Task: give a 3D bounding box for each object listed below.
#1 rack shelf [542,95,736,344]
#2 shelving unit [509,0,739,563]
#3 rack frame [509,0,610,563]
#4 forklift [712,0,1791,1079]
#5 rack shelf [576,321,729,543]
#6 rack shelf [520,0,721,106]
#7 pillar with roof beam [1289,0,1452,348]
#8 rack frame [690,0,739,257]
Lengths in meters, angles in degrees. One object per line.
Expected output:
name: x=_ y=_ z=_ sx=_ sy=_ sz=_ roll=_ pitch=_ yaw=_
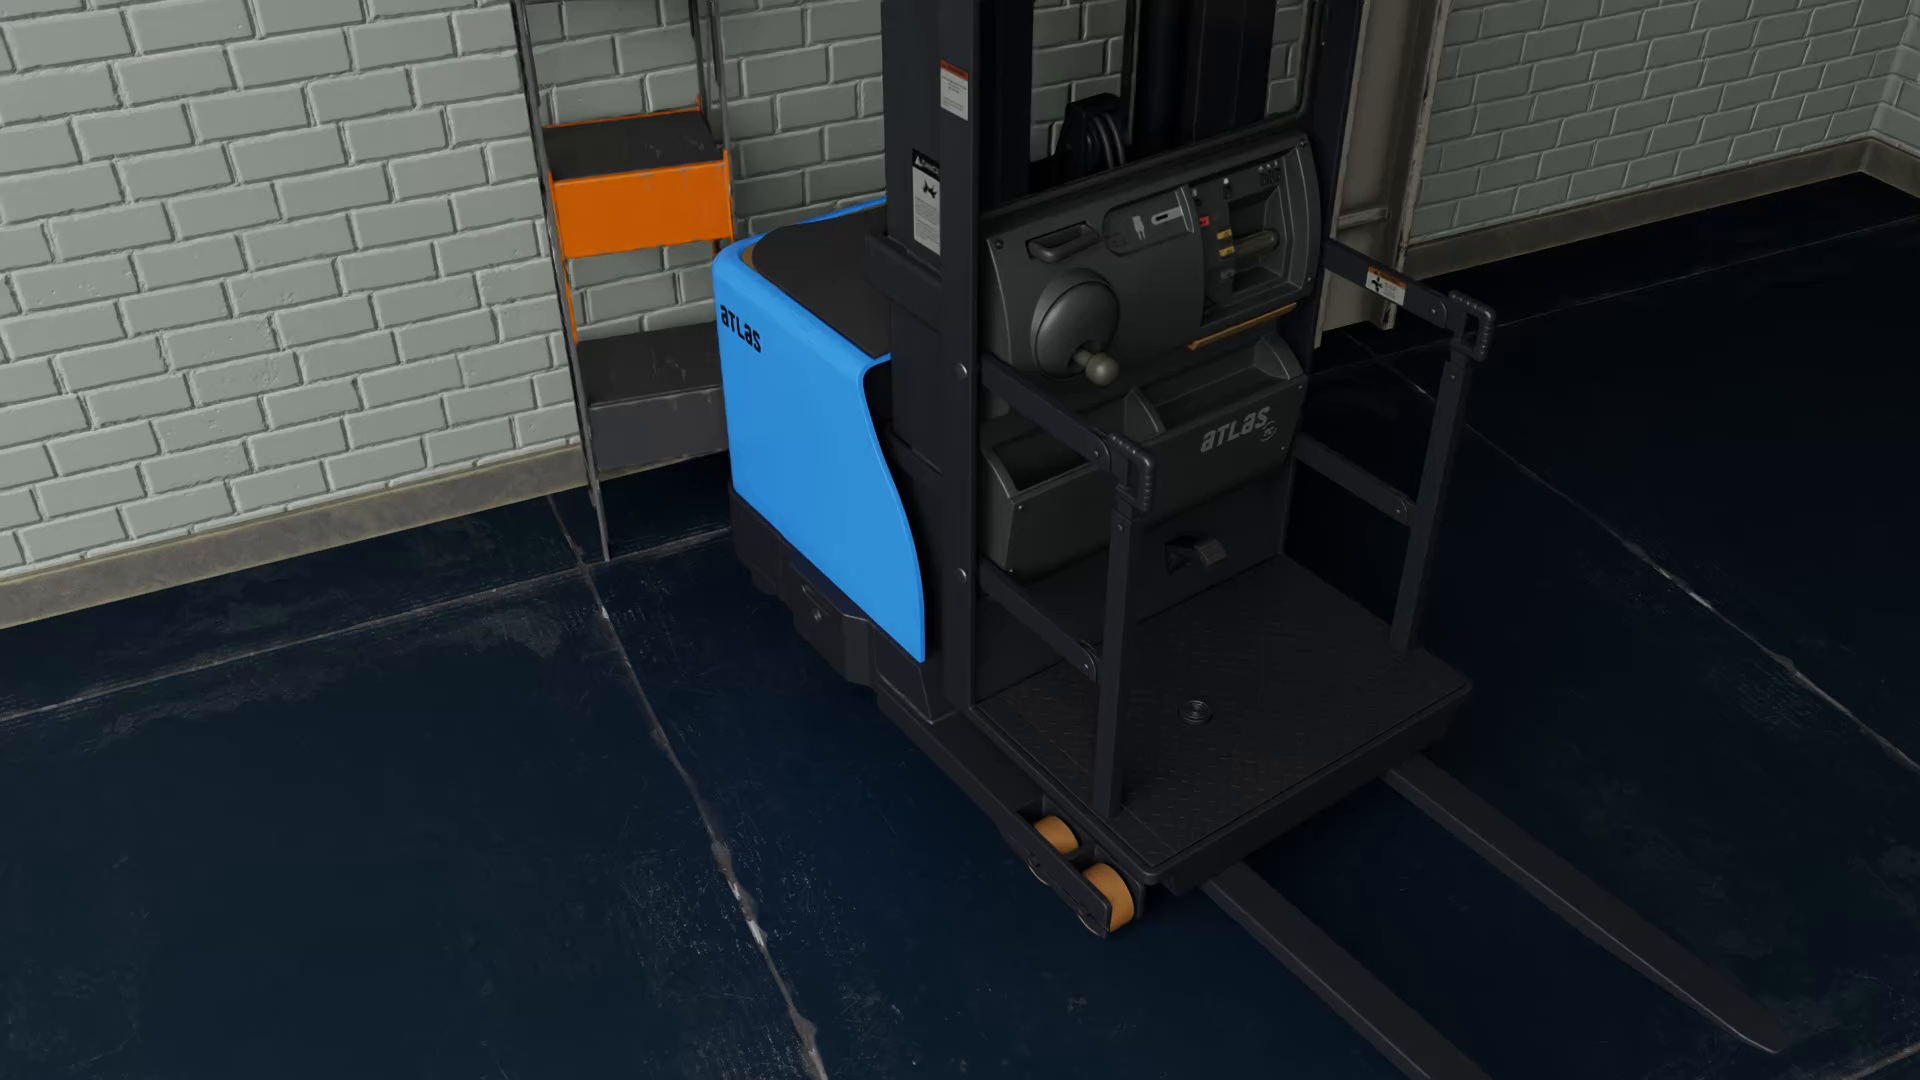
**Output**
rack shelf: x=-0.919 y=-0.919 z=4.750 sx=0.480 sy=0.518 sz=0.431 roll=-11 pitch=38 yaw=-14
shelving unit: x=-0.919 y=-0.930 z=4.742 sx=0.503 sy=2.100 sz=0.431 roll=-11 pitch=38 yaw=-14
rack frame: x=-1.152 y=-0.887 z=4.683 sx=0.015 sy=2.100 sz=0.400 roll=-11 pitch=38 yaw=-14
forklift: x=0.578 y=-0.568 z=3.555 sx=1.130 sy=2.935 sz=3.031 roll=-23 pitch=42 yaw=-28
rack shelf: x=-0.919 y=-0.357 z=5.167 sx=0.480 sy=0.518 sz=0.431 roll=-11 pitch=38 yaw=-14
rack shelf: x=-0.919 y=-1.482 z=4.333 sx=0.480 sy=0.518 sz=0.431 roll=-11 pitch=38 yaw=-14
pillar with roof beam: x=3.245 y=-2.138 z=0.579 sx=0.400 sy=9.000 sz=9.100 roll=-16 pitch=39 yaw=-20
rack frame: x=-0.686 y=-0.974 z=4.801 sx=0.015 sy=2.100 sz=0.400 roll=-11 pitch=38 yaw=-14
